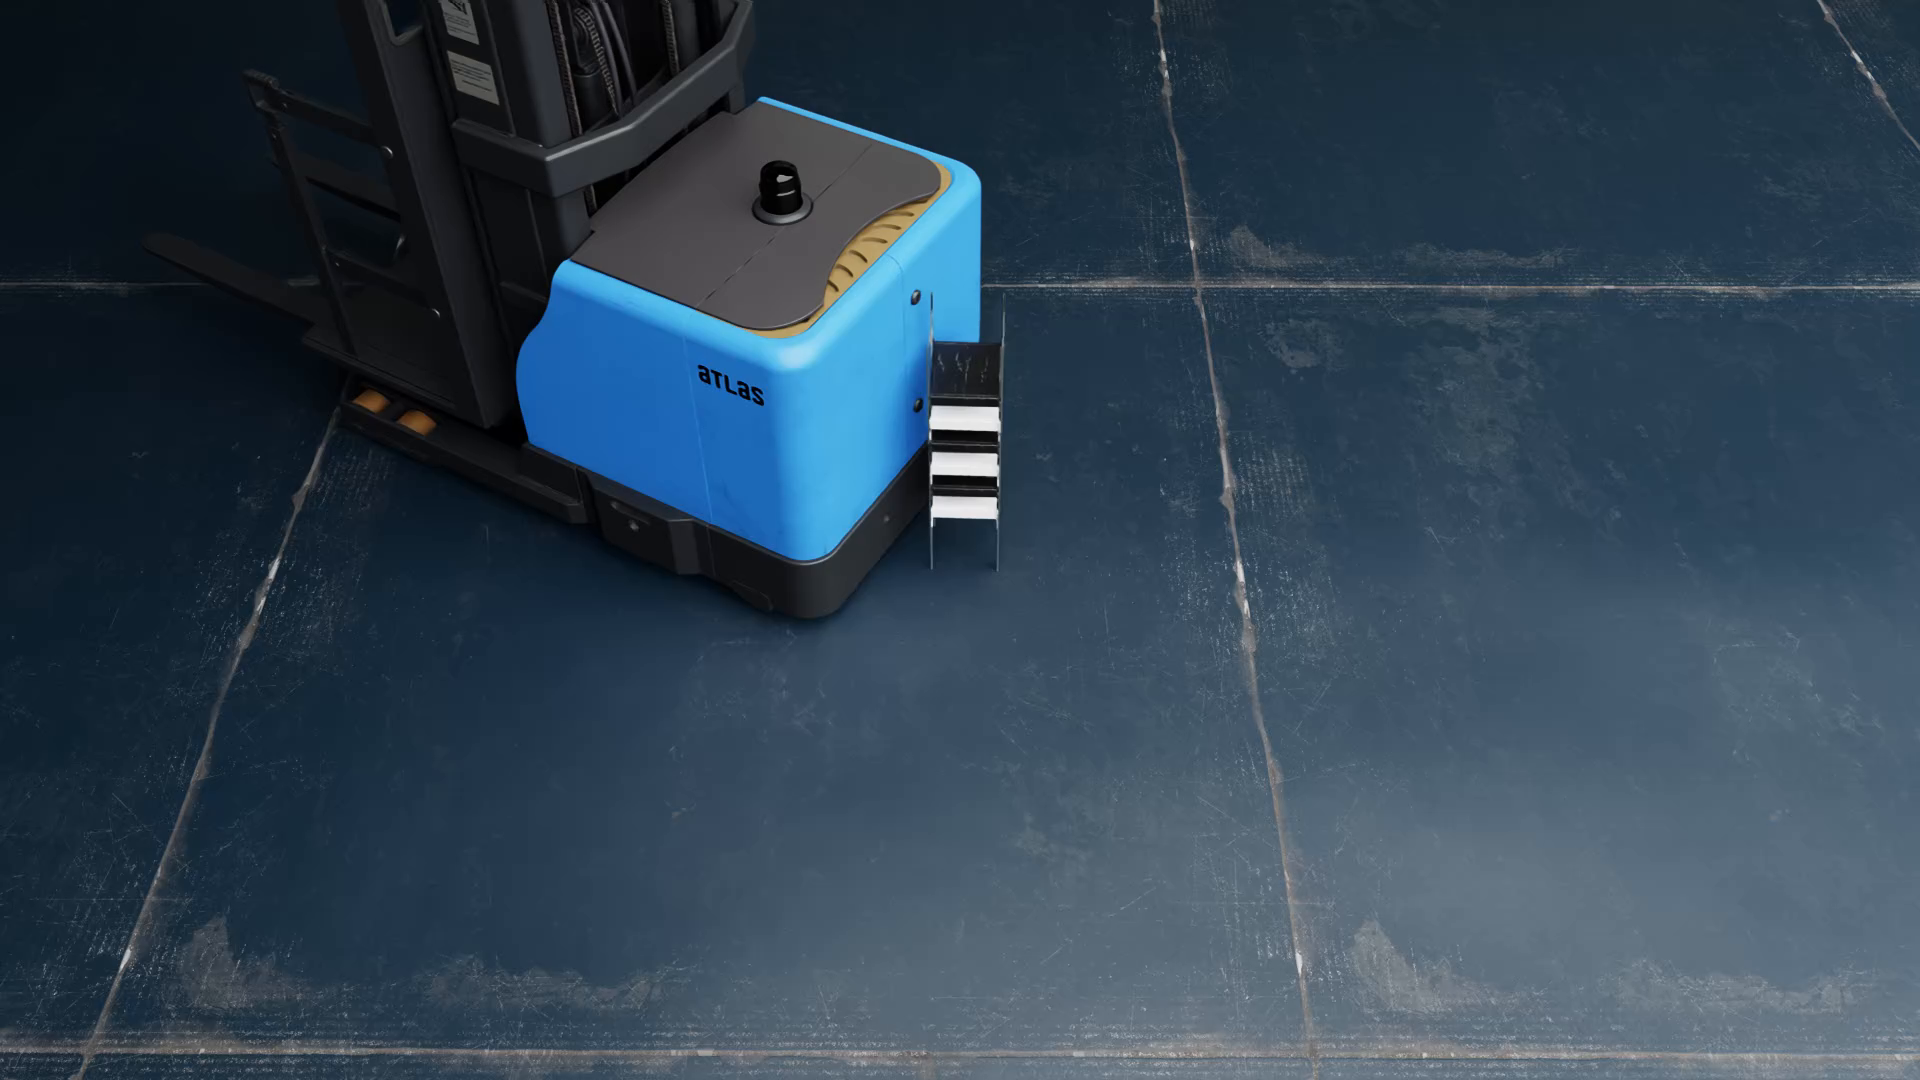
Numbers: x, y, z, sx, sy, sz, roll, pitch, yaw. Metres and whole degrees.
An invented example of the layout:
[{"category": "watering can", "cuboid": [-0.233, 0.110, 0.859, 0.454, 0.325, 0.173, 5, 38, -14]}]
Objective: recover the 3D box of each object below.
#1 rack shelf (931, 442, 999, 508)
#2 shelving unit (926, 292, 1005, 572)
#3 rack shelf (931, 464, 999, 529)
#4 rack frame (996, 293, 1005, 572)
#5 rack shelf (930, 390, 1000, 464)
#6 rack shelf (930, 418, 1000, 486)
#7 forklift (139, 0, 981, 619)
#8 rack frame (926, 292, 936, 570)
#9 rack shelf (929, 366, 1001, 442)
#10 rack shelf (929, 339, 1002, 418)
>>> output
[{"category": "rack shelf", "cuboid": [0.018, -0.215, 5.003, 0.200, 0.077, 0.258, 2, 47, 1]}, {"category": "shelving unit", "cuboid": [0.018, -0.299, 4.913, 0.210, 0.900, 0.258, 2, 47, 1]}, {"category": "rack shelf", "cuboid": [0.018, -0.153, 5.069, 0.200, 0.077, 0.258, 2, 47, 1]}, {"category": "rack frame", "cuboid": [0.119, -0.296, 4.910, 0.006, 0.900, 0.240, 2, 47, 1]}, {"category": "rack shelf", "cuboid": [0.018, -0.338, 4.872, 0.200, 0.077, 0.258, 2, 47, 1]}, {"category": "rack shelf", "cuboid": [0.018, -0.276, 4.937, 0.200, 0.077, 0.258, 2, 47, 1]}, {"category": "forklift", "cuboid": [-1.458, -1.573, 4.712, 3.031, 2.935, 1.130, 23, 51, 20]}, {"category": "rack frame", "cuboid": [-0.084, -0.302, 4.916, 0.006, 0.900, 0.240, 2, 47, 1]}, {"category": "rack shelf", "cuboid": [0.018, -0.400, 4.806, 0.200, 0.077, 0.258, 2, 47, 1]}, {"category": "rack shelf", "cuboid": [0.018, -0.461, 4.740, 0.200, 0.077, 0.258, 2, 47, 1]}]
